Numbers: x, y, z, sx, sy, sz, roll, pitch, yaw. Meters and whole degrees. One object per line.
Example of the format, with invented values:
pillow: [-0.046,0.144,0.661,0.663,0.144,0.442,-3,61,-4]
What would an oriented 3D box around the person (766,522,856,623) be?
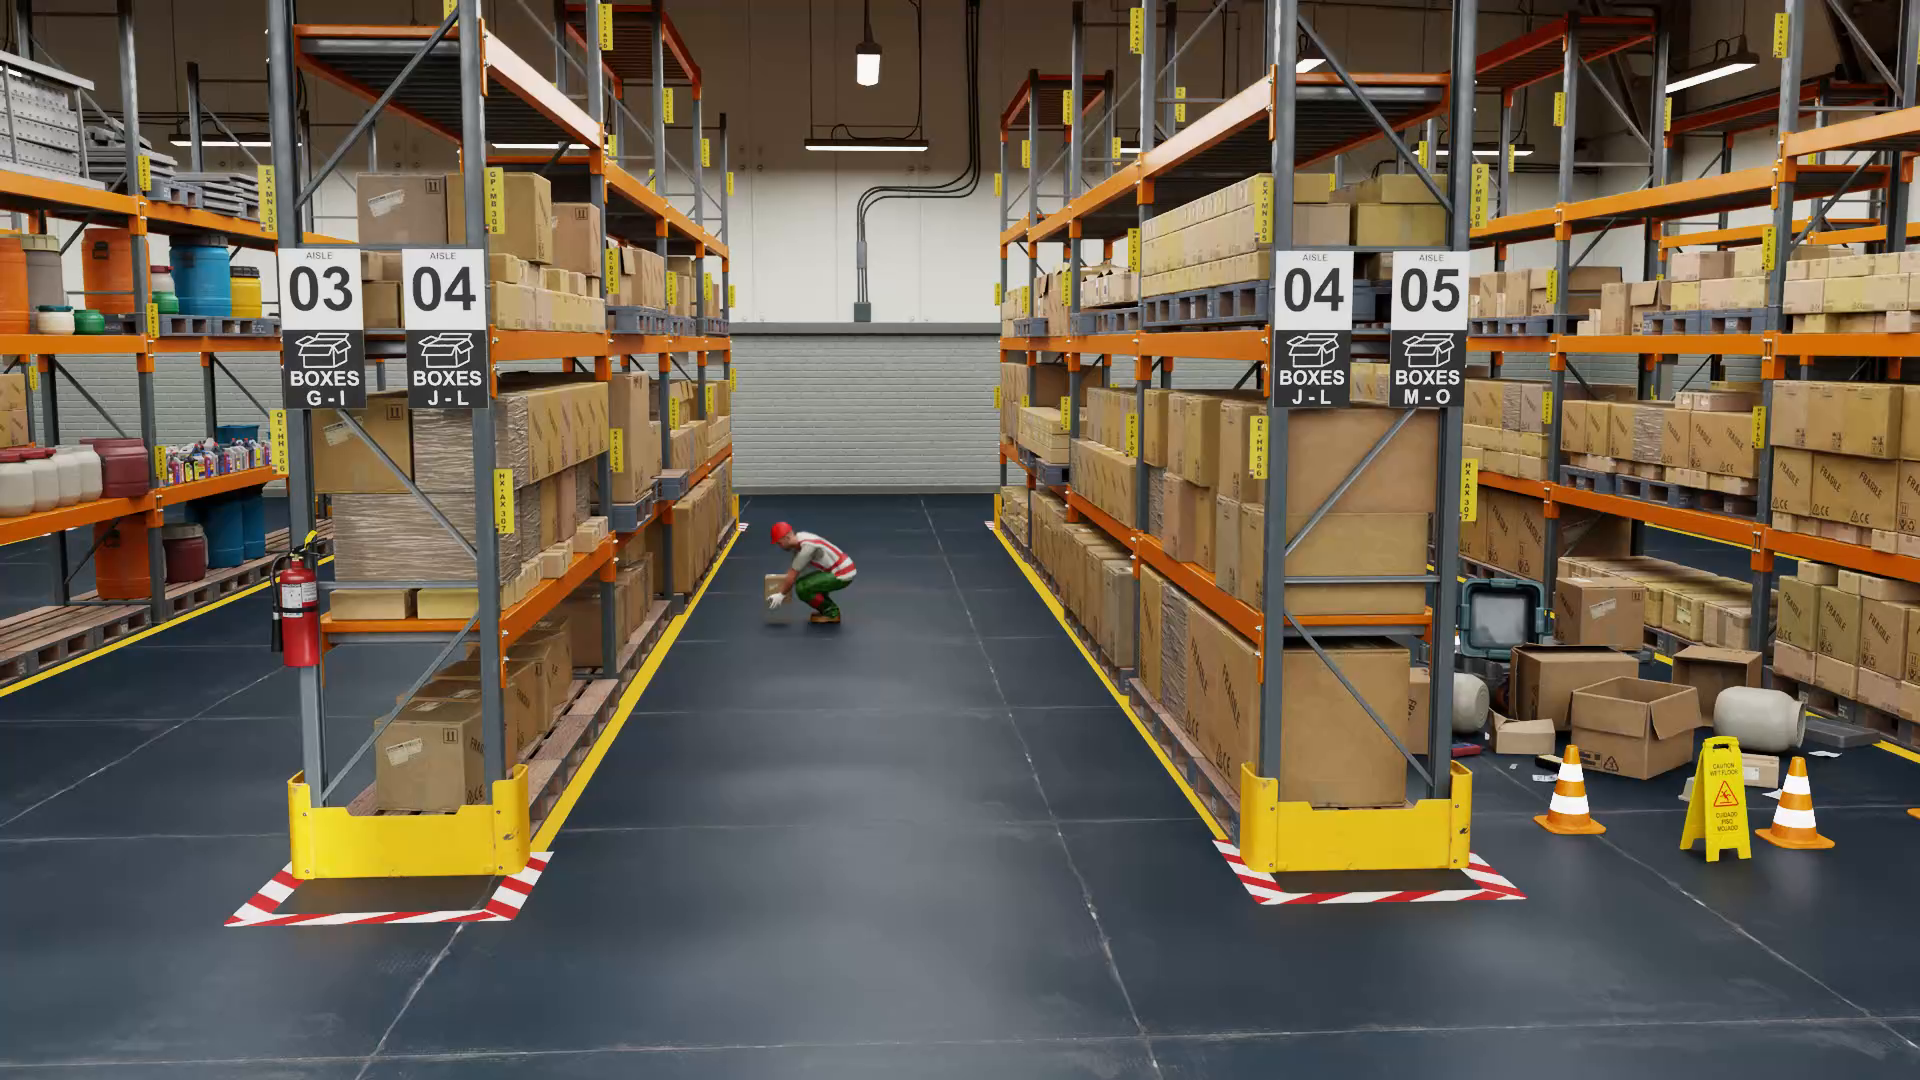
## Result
person: [-1.466,0.310,16.411,0.887,1.000,0.547,-1,7,-5]
